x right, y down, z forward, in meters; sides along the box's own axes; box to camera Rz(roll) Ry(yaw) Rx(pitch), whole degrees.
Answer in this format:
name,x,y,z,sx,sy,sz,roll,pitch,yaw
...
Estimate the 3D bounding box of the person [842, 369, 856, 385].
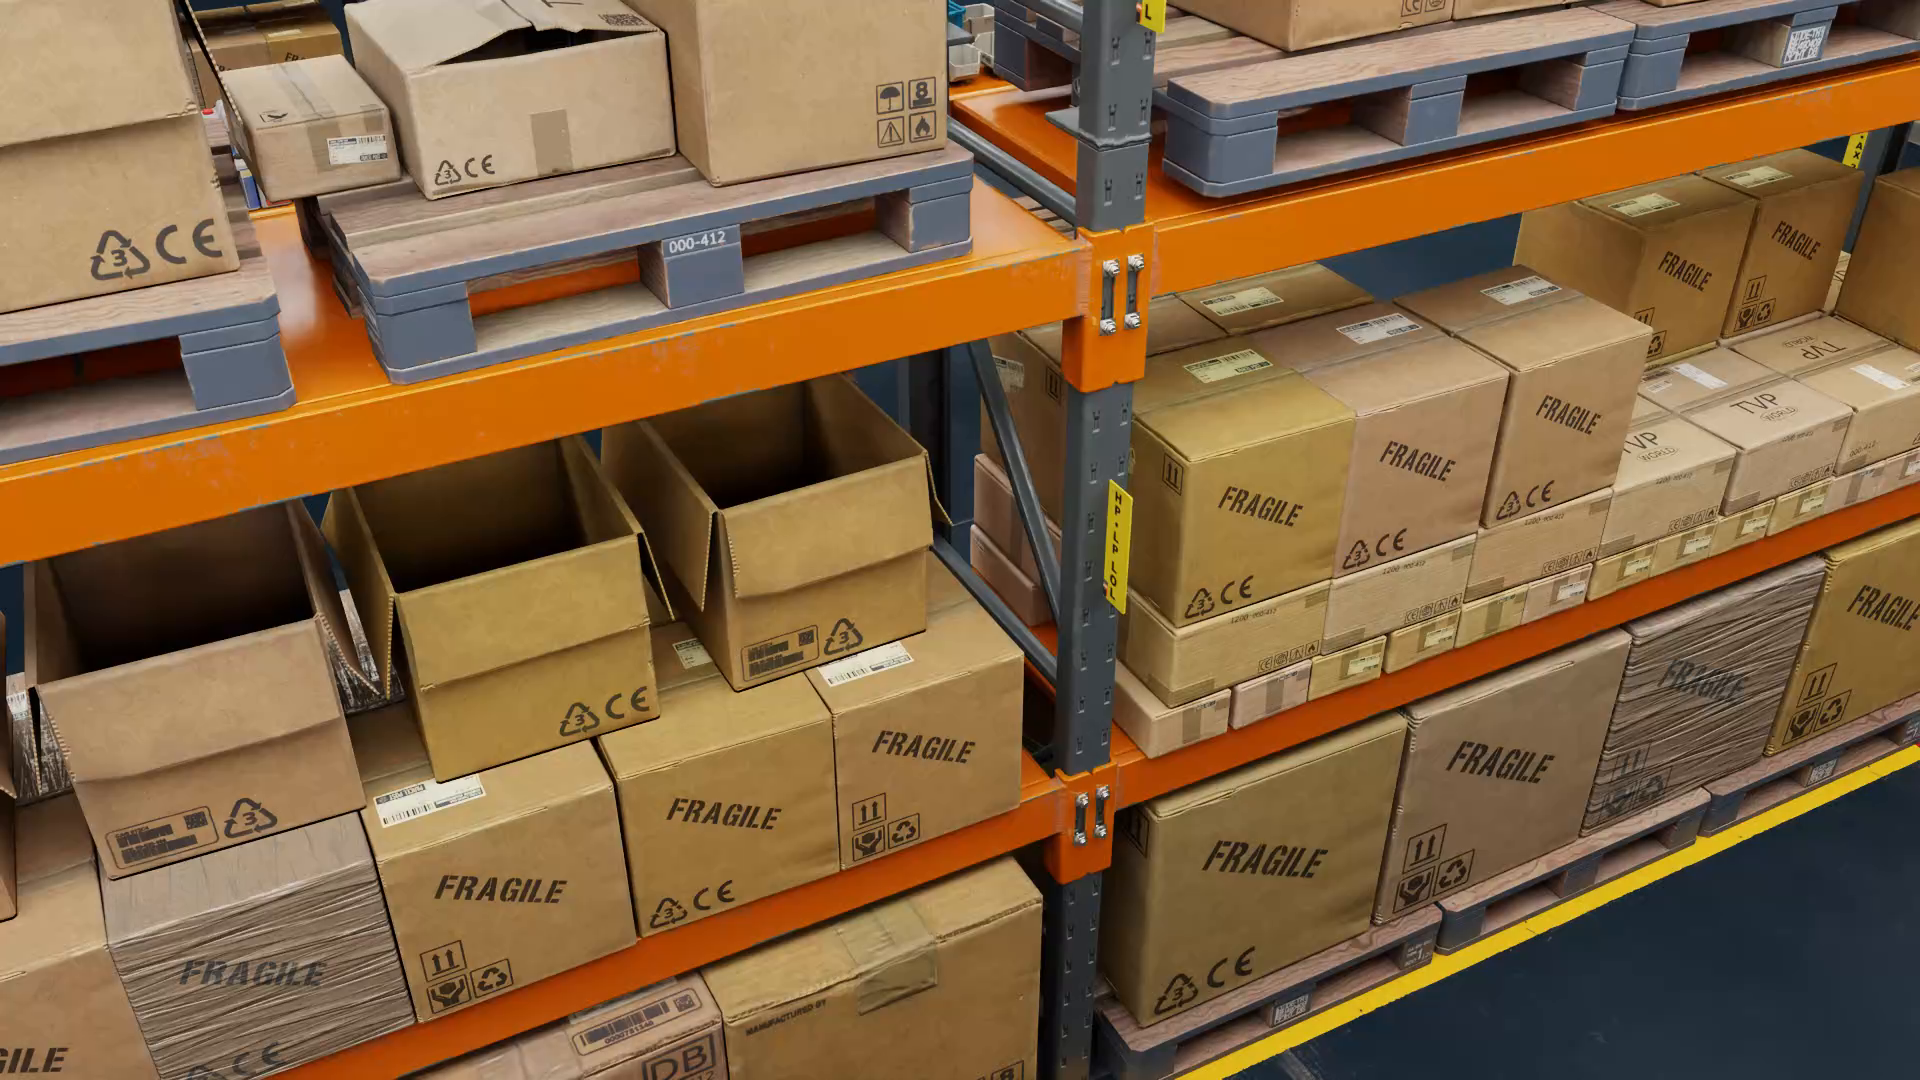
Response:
name,x,y,z,sx,sy,sz,roll,pitch,yaw
person,-0.664,-0.808,7.366,0.541,1.637,0.454,24,40,32
